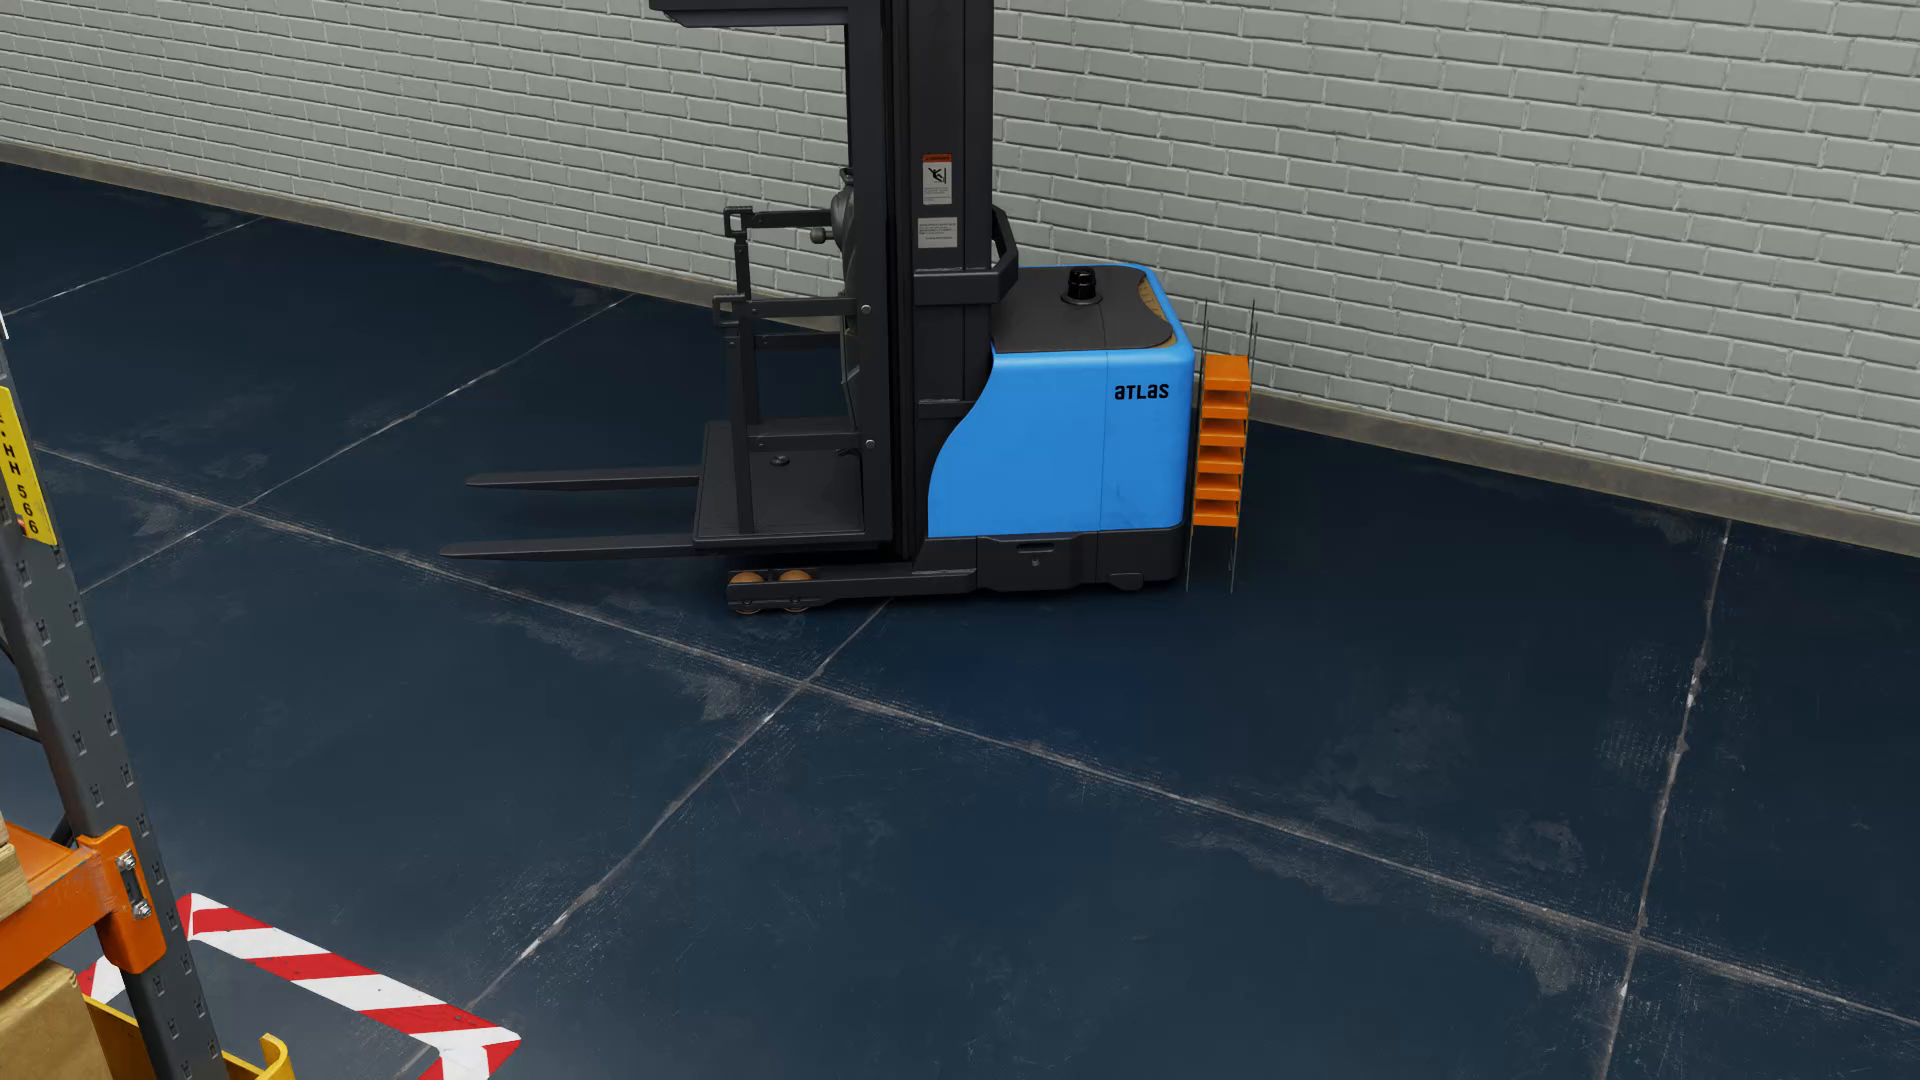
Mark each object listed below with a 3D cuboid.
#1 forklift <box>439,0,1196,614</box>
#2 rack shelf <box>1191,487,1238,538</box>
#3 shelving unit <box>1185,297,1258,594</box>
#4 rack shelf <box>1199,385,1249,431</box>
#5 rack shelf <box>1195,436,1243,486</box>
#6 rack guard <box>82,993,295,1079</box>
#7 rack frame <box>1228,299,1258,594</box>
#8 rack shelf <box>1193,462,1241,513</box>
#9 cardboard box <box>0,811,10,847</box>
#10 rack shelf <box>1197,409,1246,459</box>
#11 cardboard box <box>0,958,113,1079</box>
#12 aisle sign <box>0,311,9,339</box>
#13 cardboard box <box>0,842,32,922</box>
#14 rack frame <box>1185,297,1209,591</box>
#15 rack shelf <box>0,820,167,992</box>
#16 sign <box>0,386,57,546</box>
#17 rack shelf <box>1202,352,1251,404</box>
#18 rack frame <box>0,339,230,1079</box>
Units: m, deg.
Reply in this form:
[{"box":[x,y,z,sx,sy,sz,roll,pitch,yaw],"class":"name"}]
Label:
[{"box":[-0.620,-1.246,6.476,3.031,2.935,1.130,-2,30,-4],"class":"forklift"},{"box":[1.041,-0.116,6.819,0.180,0.103,0.258,3,30,5],"class":"rack shelf"},{"box":[1.041,-0.363,6.677,0.189,1.200,0.258,3,30,5],"class":"shelving unit"},{"box":[1.041,-0.533,6.580,0.180,0.103,0.258,3,30,5],"class":"rack shelf"},{"box":[1.041,-0.324,6.699,0.180,0.103,0.258,3,30,5],"class":"rack shelf"},{"box":[-2.218,1.408,4.296,1.175,0.500,0.348,14,33,23],"class":"rack guard"},{"box":[1.132,-0.358,6.669,0.006,1.200,0.240,3,30,5],"class":"rack frame"},{"box":[1.041,-0.220,6.759,0.180,0.103,0.258,3,30,5],"class":"rack shelf"},{"box":[-2.214,0.546,3.140,0.500,0.250,0.500,14,33,23],"class":"cardboard box"},{"box":[1.041,-0.428,6.640,0.180,0.103,0.258,3,30,5],"class":"rack shelf"},{"box":[-2.450,1.376,3.554,0.875,0.875,0.875,14,33,23],"class":"cardboard box"},{"box":[-1.929,-0.757,2.945,0.394,0.787,0.004,14,33,23],"class":"aisle sign"},{"box":[-2.098,0.676,3.313,0.380,0.149,0.250,15,33,24],"class":"cardboard box"},{"box":[0.950,-0.367,6.685,0.006,1.200,0.240,3,30,5],"class":"rack frame"},{"box":[-3.140,1.533,2.291,1.077,0.370,4.000,14,33,23],"class":"rack shelf"},{"box":[-1.753,-0.141,3.083,0.100,0.325,0.005,14,33,23],"class":"sign"},{"box":[1.041,-0.637,6.520,0.180,0.103,0.258,3,30,5],"class":"rack shelf"},{"box":[-2.229,0.335,3.655,1.000,3.000,0.127,14,33,23],"class":"rack frame"}]
